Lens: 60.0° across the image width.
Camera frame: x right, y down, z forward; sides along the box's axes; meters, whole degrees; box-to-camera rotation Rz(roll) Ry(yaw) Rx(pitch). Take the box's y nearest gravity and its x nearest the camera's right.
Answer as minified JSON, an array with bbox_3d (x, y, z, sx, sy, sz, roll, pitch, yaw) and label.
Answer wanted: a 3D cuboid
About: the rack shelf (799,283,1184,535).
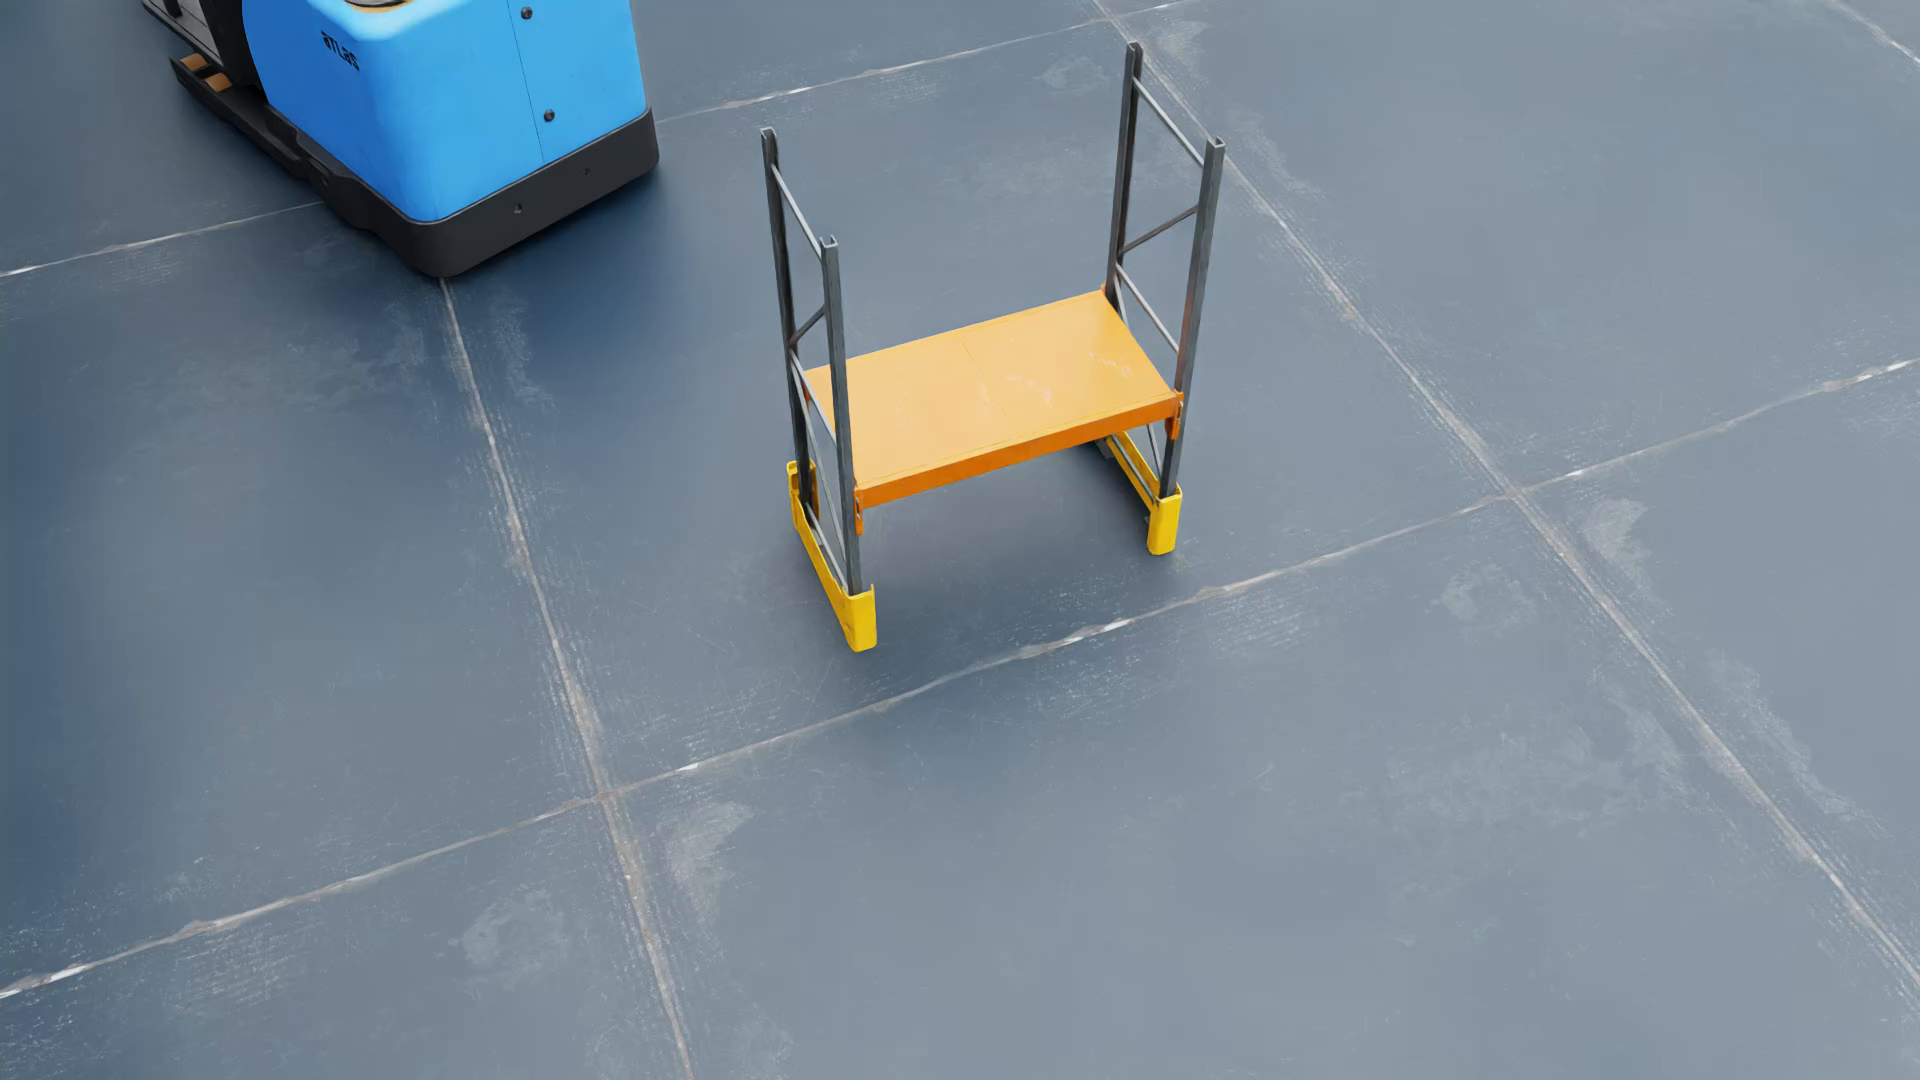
[{"bbox_3d":[0.079,-0.396,4.838,1.000,0.185,0.538,-17,52,-14],"label":"rack shelf"}]

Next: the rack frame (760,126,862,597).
[{"bbox_3d":[-0.392,-0.367,4.577,0.032,1.500,0.500,-17,52,-14],"label":"rack frame"}]

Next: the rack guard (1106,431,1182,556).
[{"bbox_3d":[0.532,-0.246,5.297,0.087,0.250,0.587,-17,52,-14],"label":"rack guard"}]

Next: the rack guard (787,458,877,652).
[{"bbox_3d":[-0.390,0.040,5.051,0.087,0.250,0.587,-17,52,-14],"label":"rack guard"}]

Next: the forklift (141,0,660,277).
[{"bbox_3d":[-2.554,-2.913,5.819,1.130,2.935,3.031,-37,59,-27],"label":"forklift"}]

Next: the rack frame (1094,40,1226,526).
[{"bbox_3d":[0.550,-0.659,4.827,0.032,1.500,0.500,-17,52,-14],"label":"rack frame"}]

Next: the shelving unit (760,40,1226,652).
[{"bbox_3d":[0.071,-0.510,4.700,1.083,1.500,0.587,-17,52,-14],"label":"shelving unit"}]
